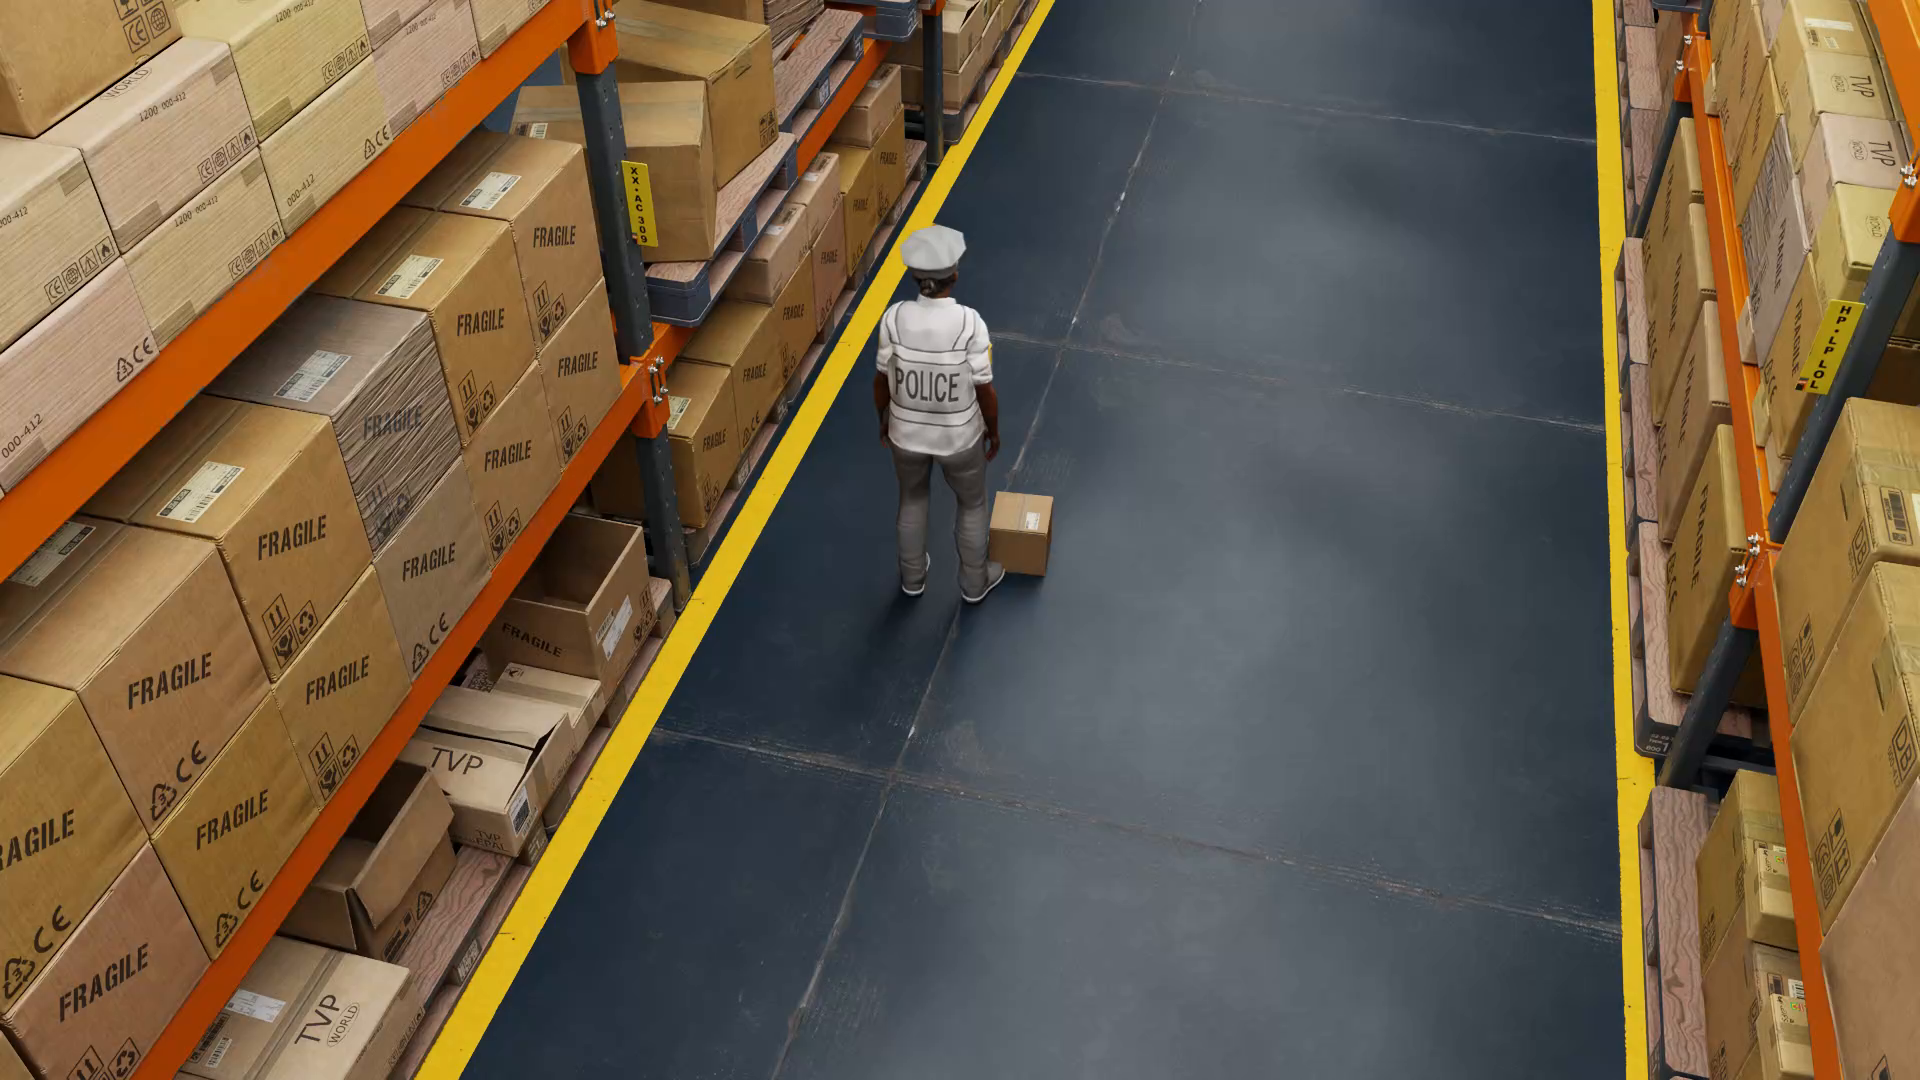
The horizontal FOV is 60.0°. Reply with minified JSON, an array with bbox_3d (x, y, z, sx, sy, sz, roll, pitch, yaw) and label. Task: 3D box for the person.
[{"bbox_3d":[-0.079,-0.441,6.663,0.518,1.657,0.400,8,42,9],"label":"person"}]
